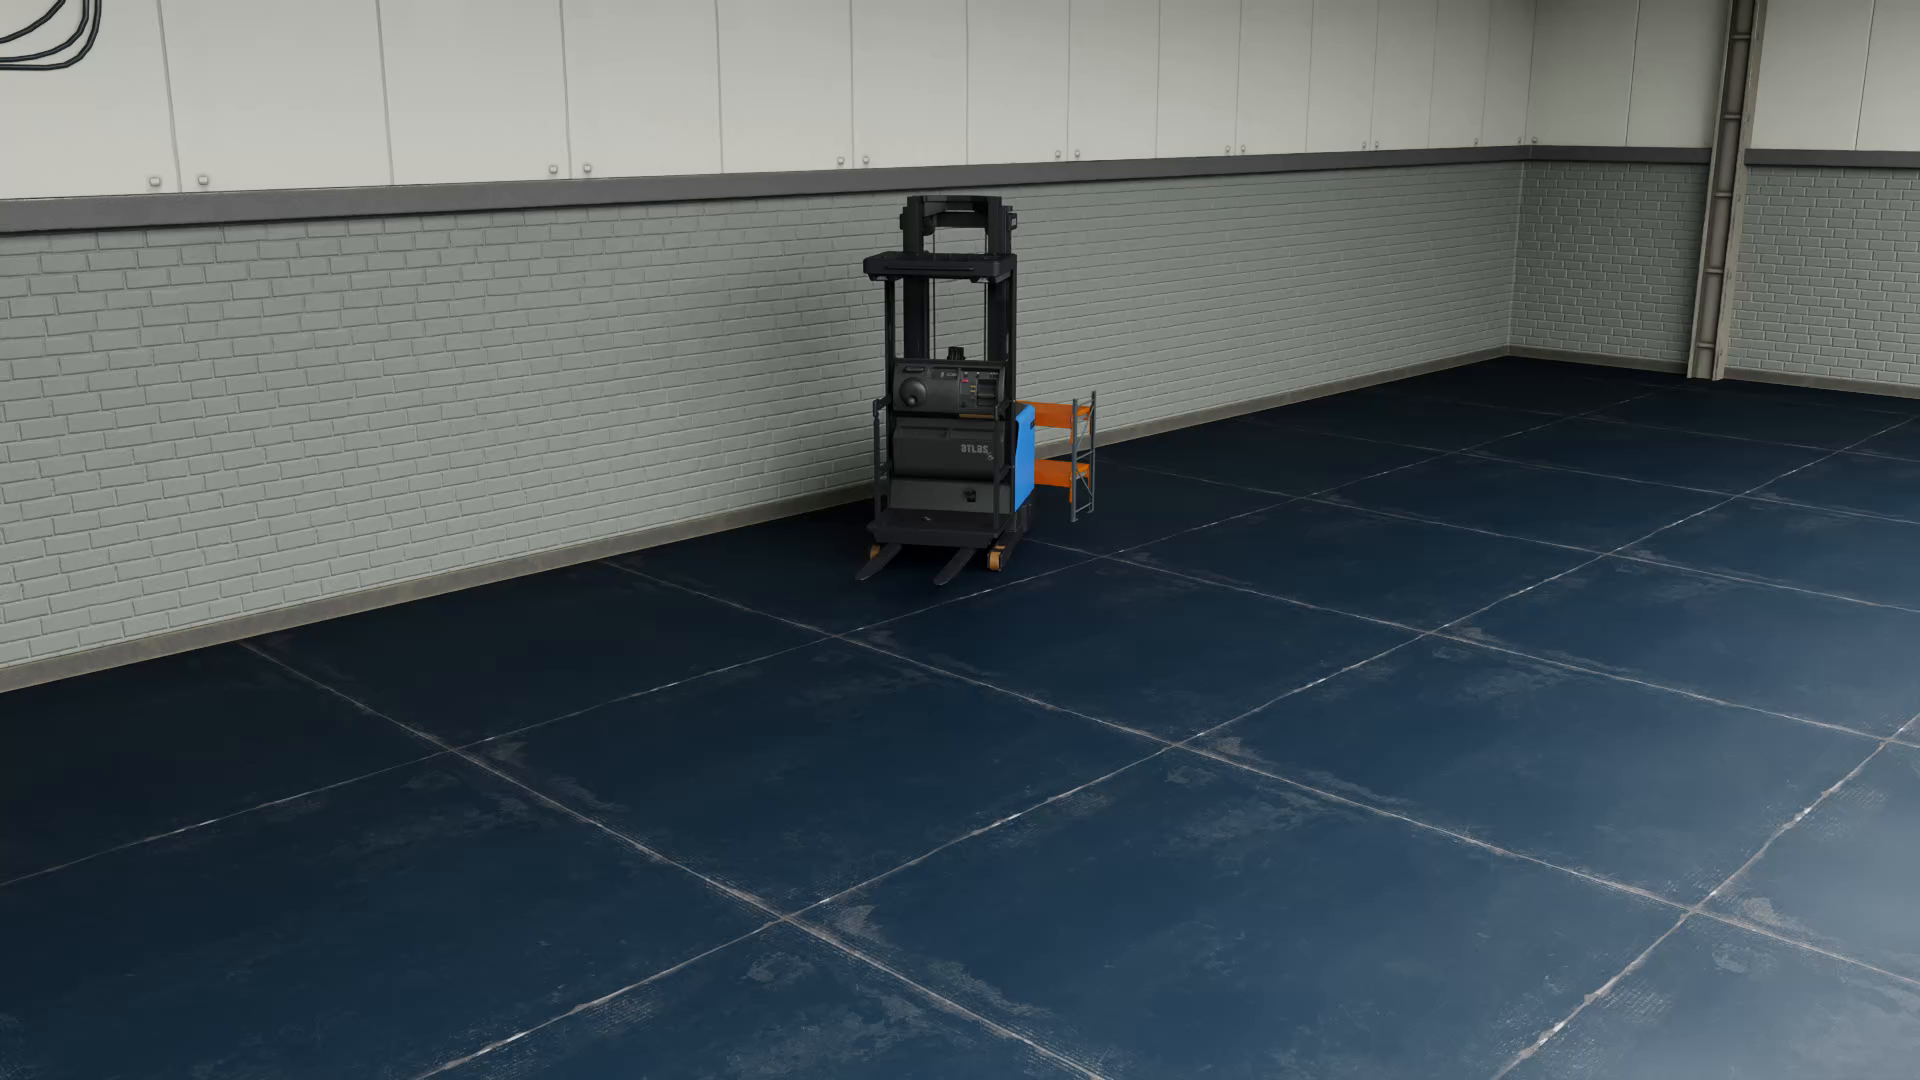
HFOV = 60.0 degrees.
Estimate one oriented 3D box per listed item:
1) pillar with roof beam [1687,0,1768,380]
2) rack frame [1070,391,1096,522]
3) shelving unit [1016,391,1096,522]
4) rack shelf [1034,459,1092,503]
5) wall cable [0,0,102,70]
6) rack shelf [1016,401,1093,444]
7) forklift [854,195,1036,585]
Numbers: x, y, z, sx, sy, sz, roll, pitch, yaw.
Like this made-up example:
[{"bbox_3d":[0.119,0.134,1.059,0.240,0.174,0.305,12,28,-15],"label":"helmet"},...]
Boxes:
[{"bbox_3d":[7.355,-5.827,18.948,0.400,9.000,9.100,14,20,42],"label":"pillar with roof beam"},{"bbox_3d":[1.124,-0.764,15.135,0.032,1.125,0.500,7,16,25],"label":"rack frame"},{"bbox_3d":[0.667,-0.820,15.350,1.048,1.125,0.538,7,16,25],"label":"shelving unit"},{"bbox_3d":[0.667,-0.584,15.411,1.000,0.278,0.538,7,16,25],"label":"rack shelf"},{"bbox_3d":[-6.123,-5.012,9.077,0.169,6.003,2.305,14,20,42],"label":"wall cable"},{"bbox_3d":[0.667,-1.104,15.276,1.000,0.278,0.538,7,16,25],"label":"rack shelf"},{"bbox_3d":[-0.134,-1.265,13.474,1.130,2.935,3.031,3,15,12],"label":"forklift"}]
